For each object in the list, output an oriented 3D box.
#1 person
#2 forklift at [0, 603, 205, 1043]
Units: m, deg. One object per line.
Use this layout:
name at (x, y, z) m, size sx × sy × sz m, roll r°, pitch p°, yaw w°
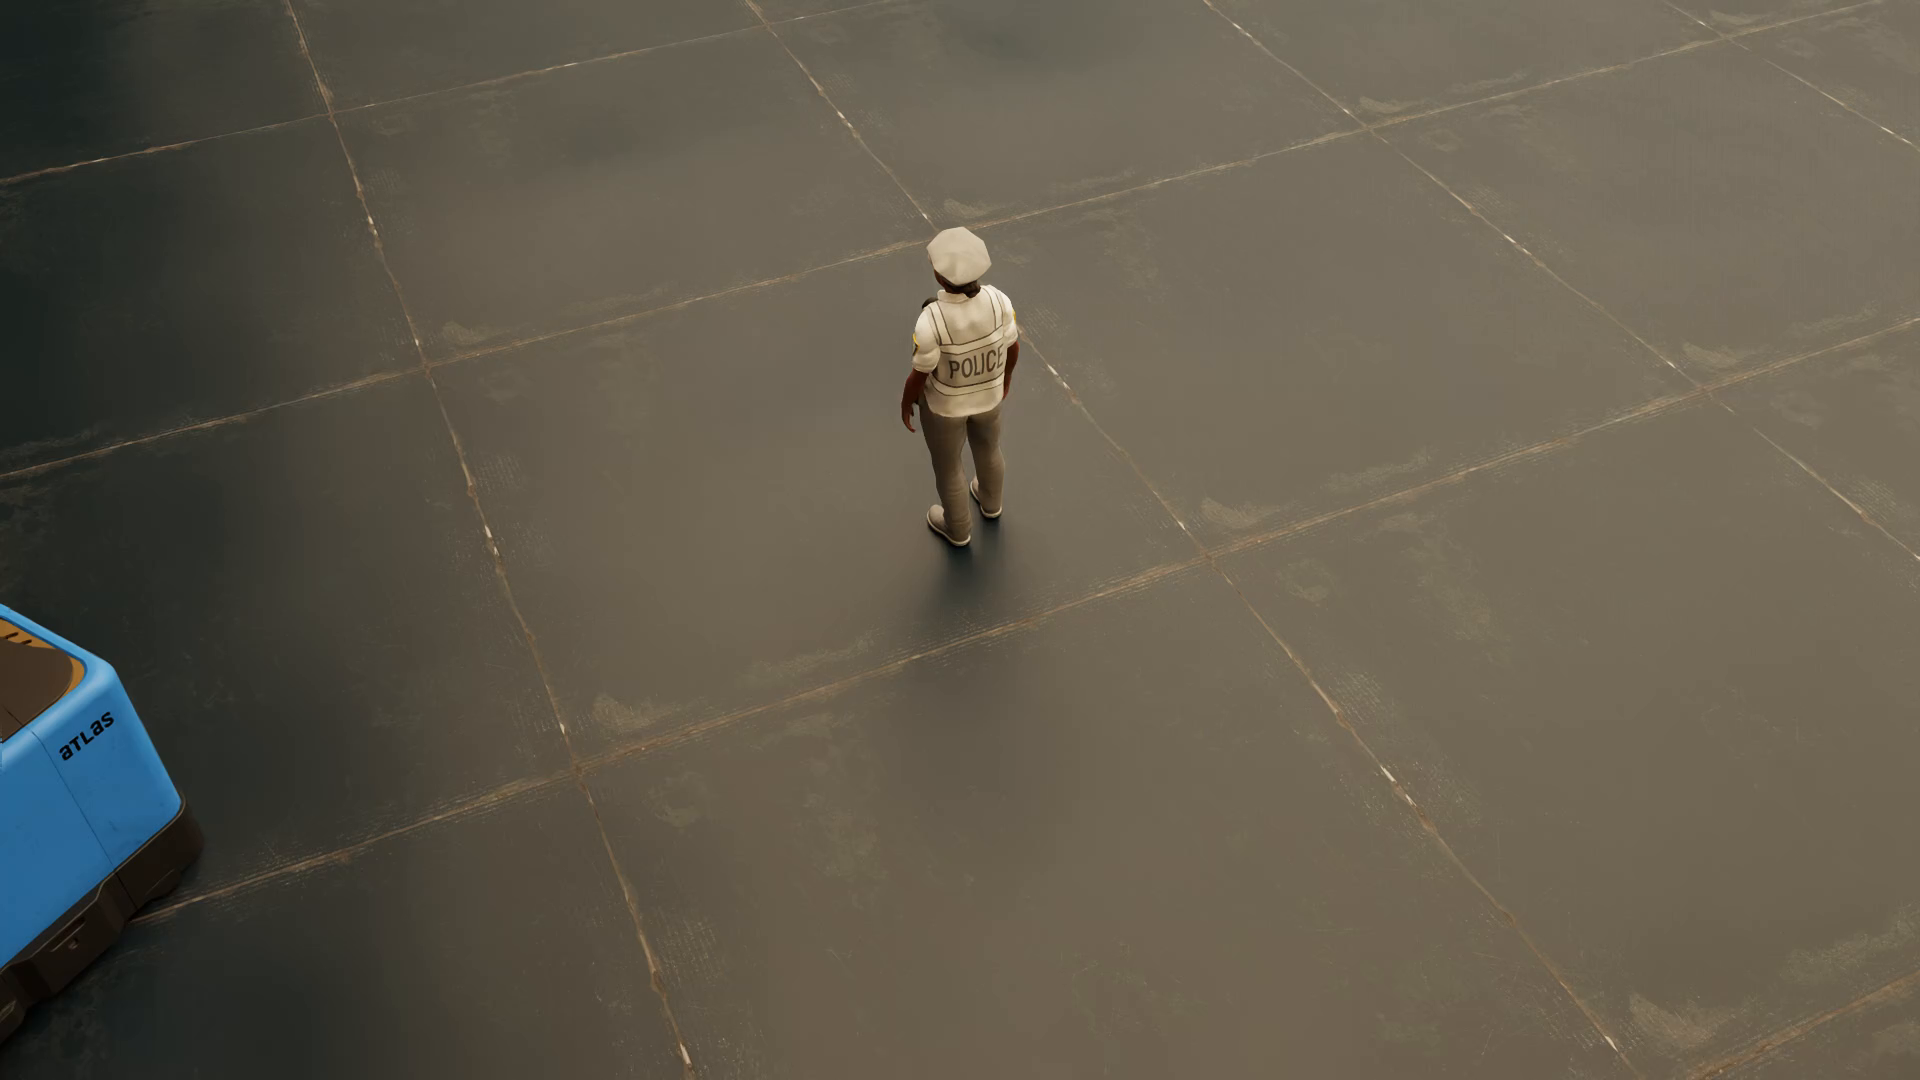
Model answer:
person at (-0.013, -0.677, 7.301) m, size 0.569 × 1.694 × 0.530 m, roll -18°, pitch 46°, yaw -18°
forklift at (-4.108, 0.860, 4.758) m, size 1.130 × 2.935 × 3.031 m, roll 22°, pitch 47°, yaw 22°
